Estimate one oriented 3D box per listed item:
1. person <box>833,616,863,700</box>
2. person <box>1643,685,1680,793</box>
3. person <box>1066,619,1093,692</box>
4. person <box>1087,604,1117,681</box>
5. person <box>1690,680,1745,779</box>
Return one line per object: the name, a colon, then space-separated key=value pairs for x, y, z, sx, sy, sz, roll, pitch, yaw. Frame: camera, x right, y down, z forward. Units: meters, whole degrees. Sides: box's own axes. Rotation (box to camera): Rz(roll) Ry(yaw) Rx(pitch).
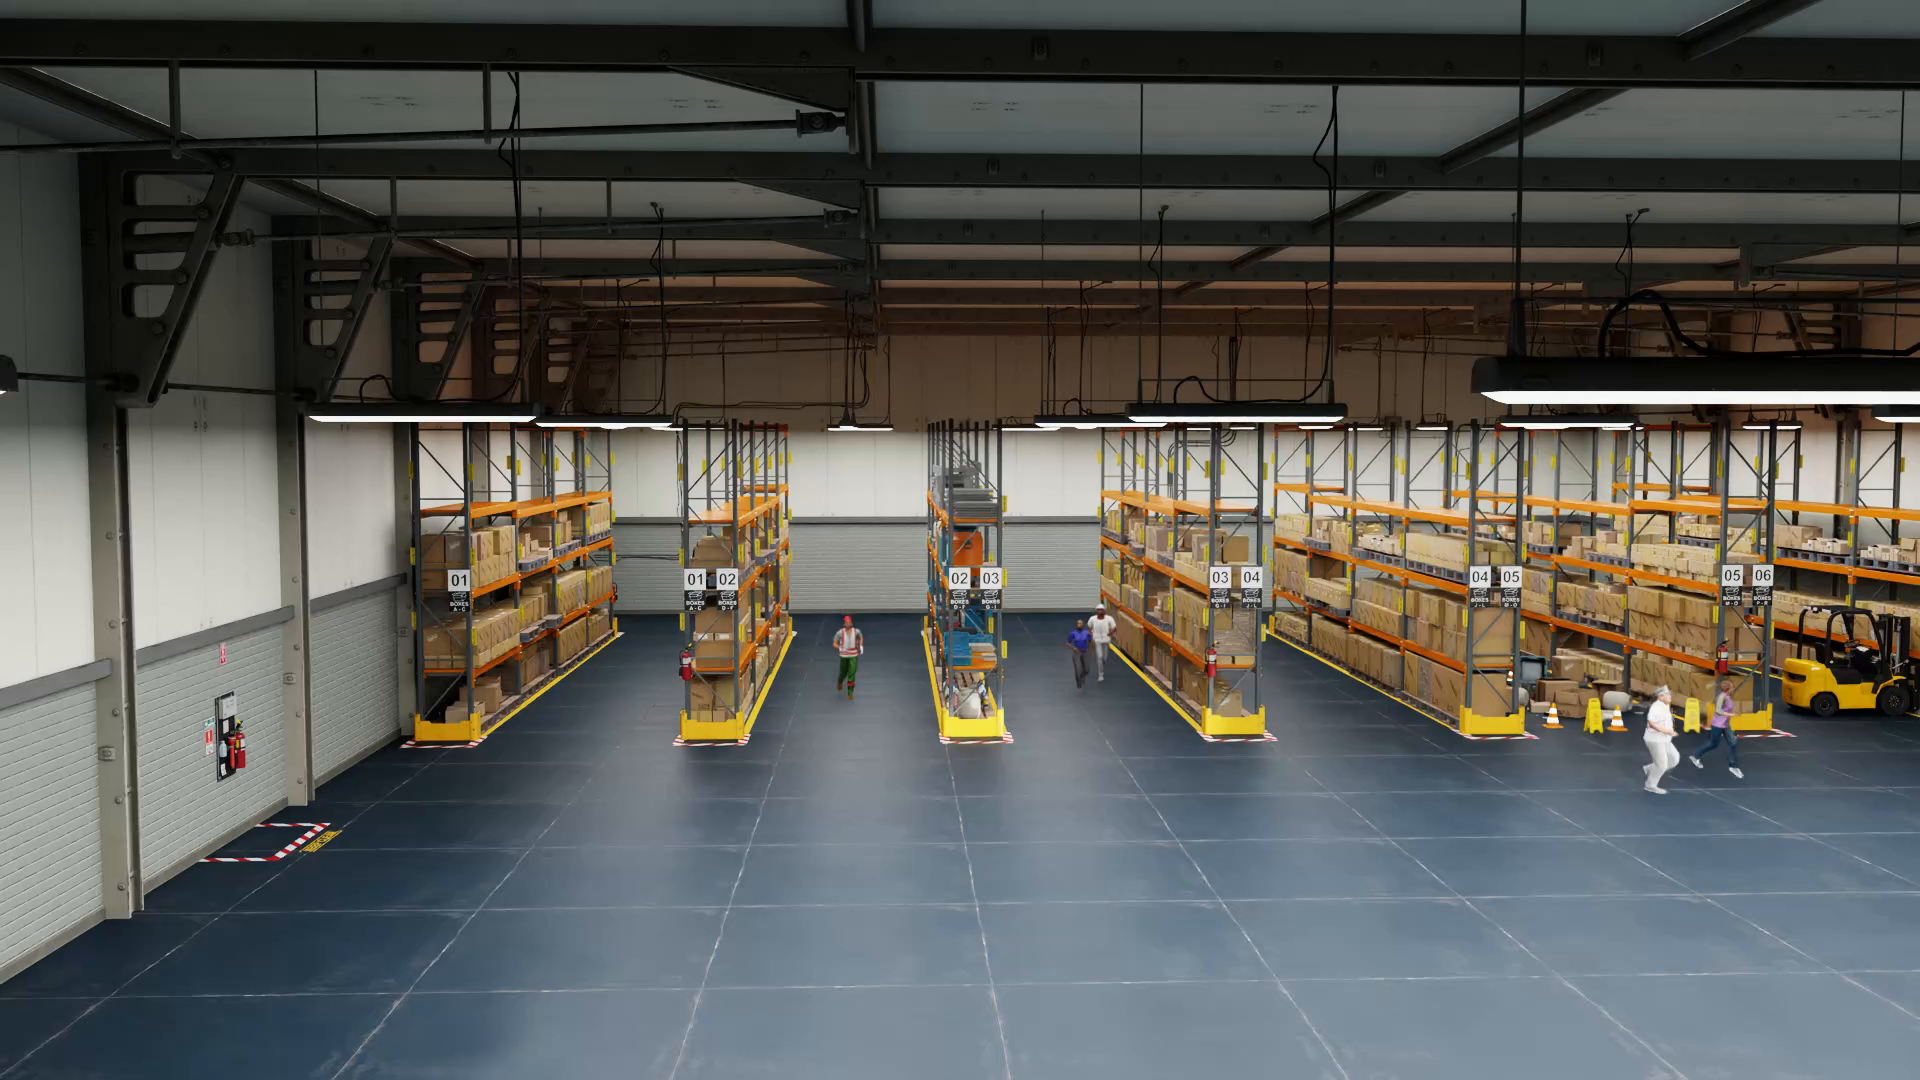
person: x=-2.431 y=2.531 z=36.039 sx=0.641 sy=1.785 sz=0.946 roll=-1 pitch=4 yaw=-11
person: x=11.145 y=3.164 z=26.428 sx=0.580 sy=1.742 sz=0.671 roll=3 pitch=5 yaw=38
person: x=2.668 y=2.565 z=36.871 sx=0.629 sy=1.618 sz=0.539 roll=-1 pitch=4 yaw=-10
person: x=3.309 y=2.370 z=38.766 sx=0.689 sy=1.767 sz=0.852 roll=0 pitch=4 yaw=3
person: x=12.724 y=3.139 z=27.900 sx=0.901 sy=1.613 sz=0.563 roll=3 pitch=5 yaw=43
